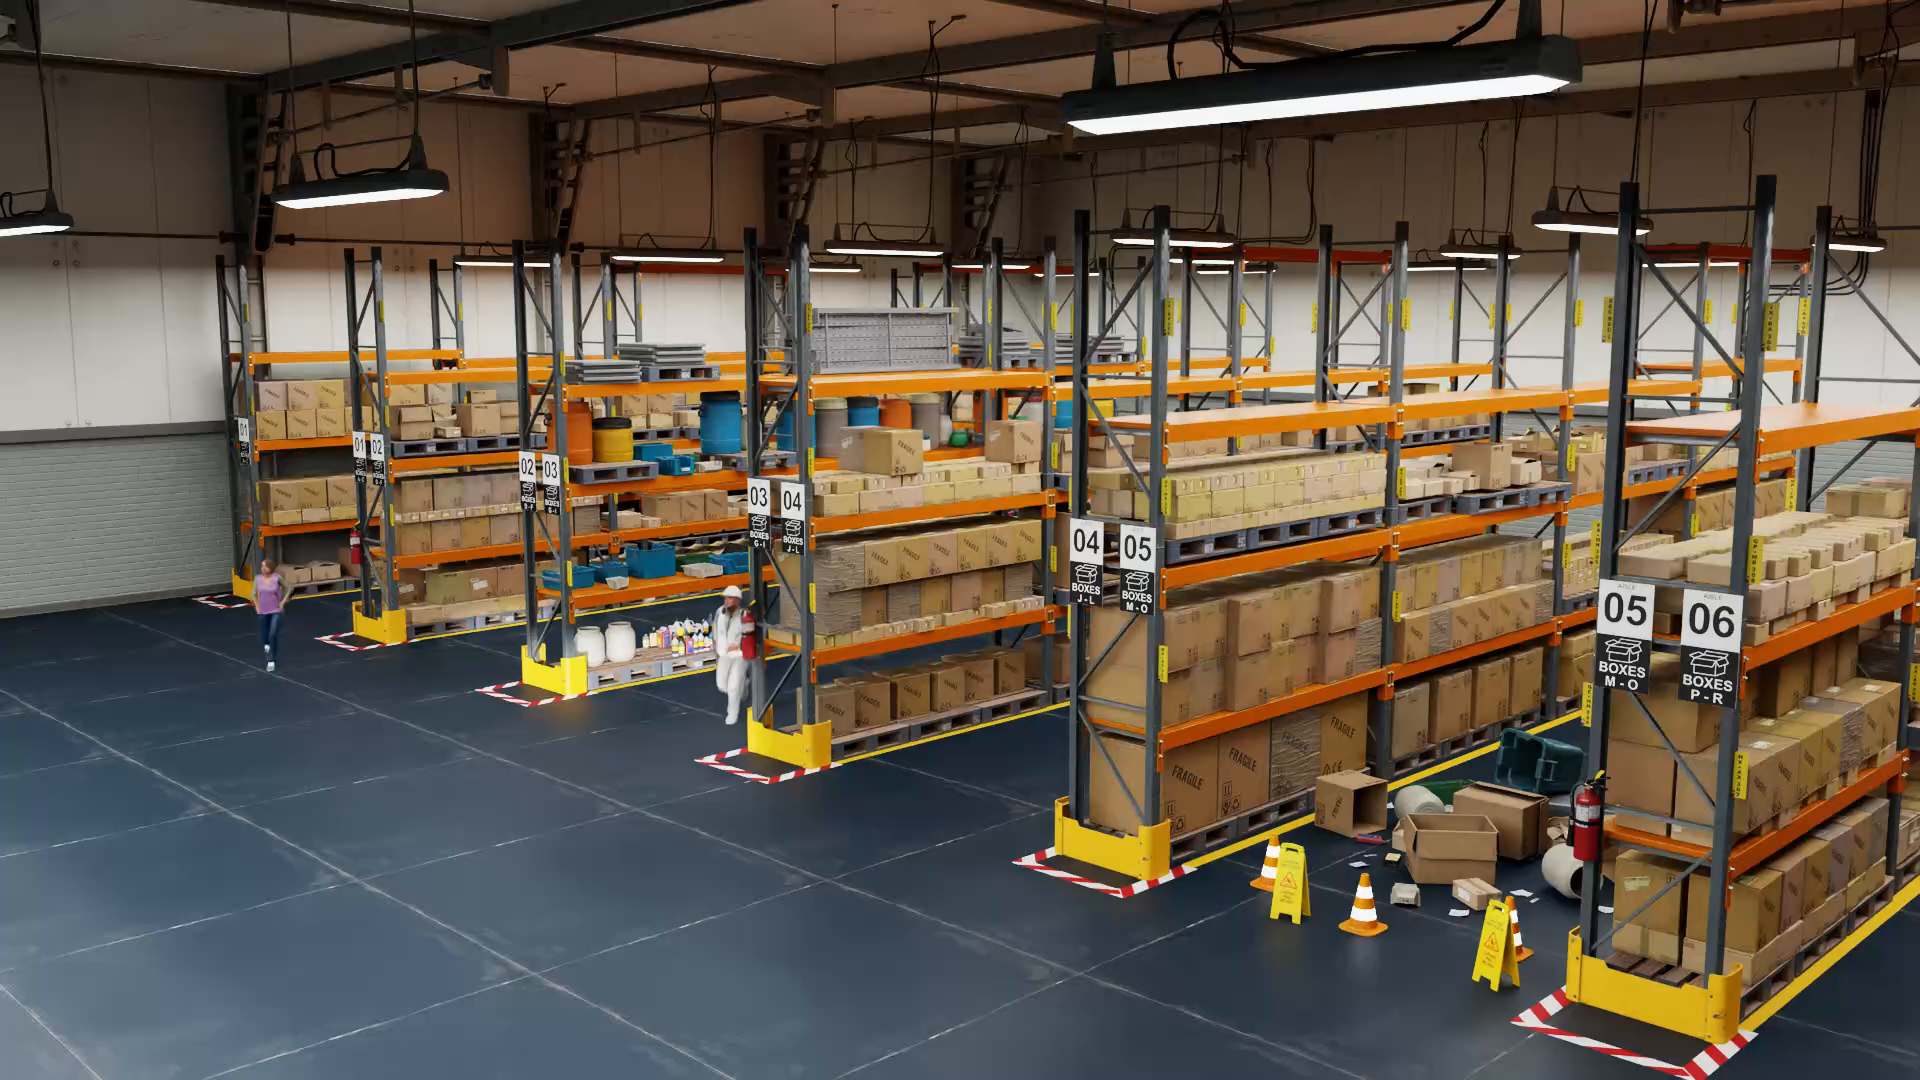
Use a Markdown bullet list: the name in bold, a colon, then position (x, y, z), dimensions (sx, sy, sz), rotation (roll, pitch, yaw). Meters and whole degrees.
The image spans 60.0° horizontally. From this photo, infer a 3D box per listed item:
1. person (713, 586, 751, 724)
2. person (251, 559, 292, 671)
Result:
- **person**: position (-2.804, 1.410, 20.683), dimensions (0.688, 1.728, 0.688), rotation (4, 9, 24)
- **person**: position (-9.840, 1.042, 23.797), dimensions (0.543, 1.586, 0.694), rotation (-2, 8, -11)
